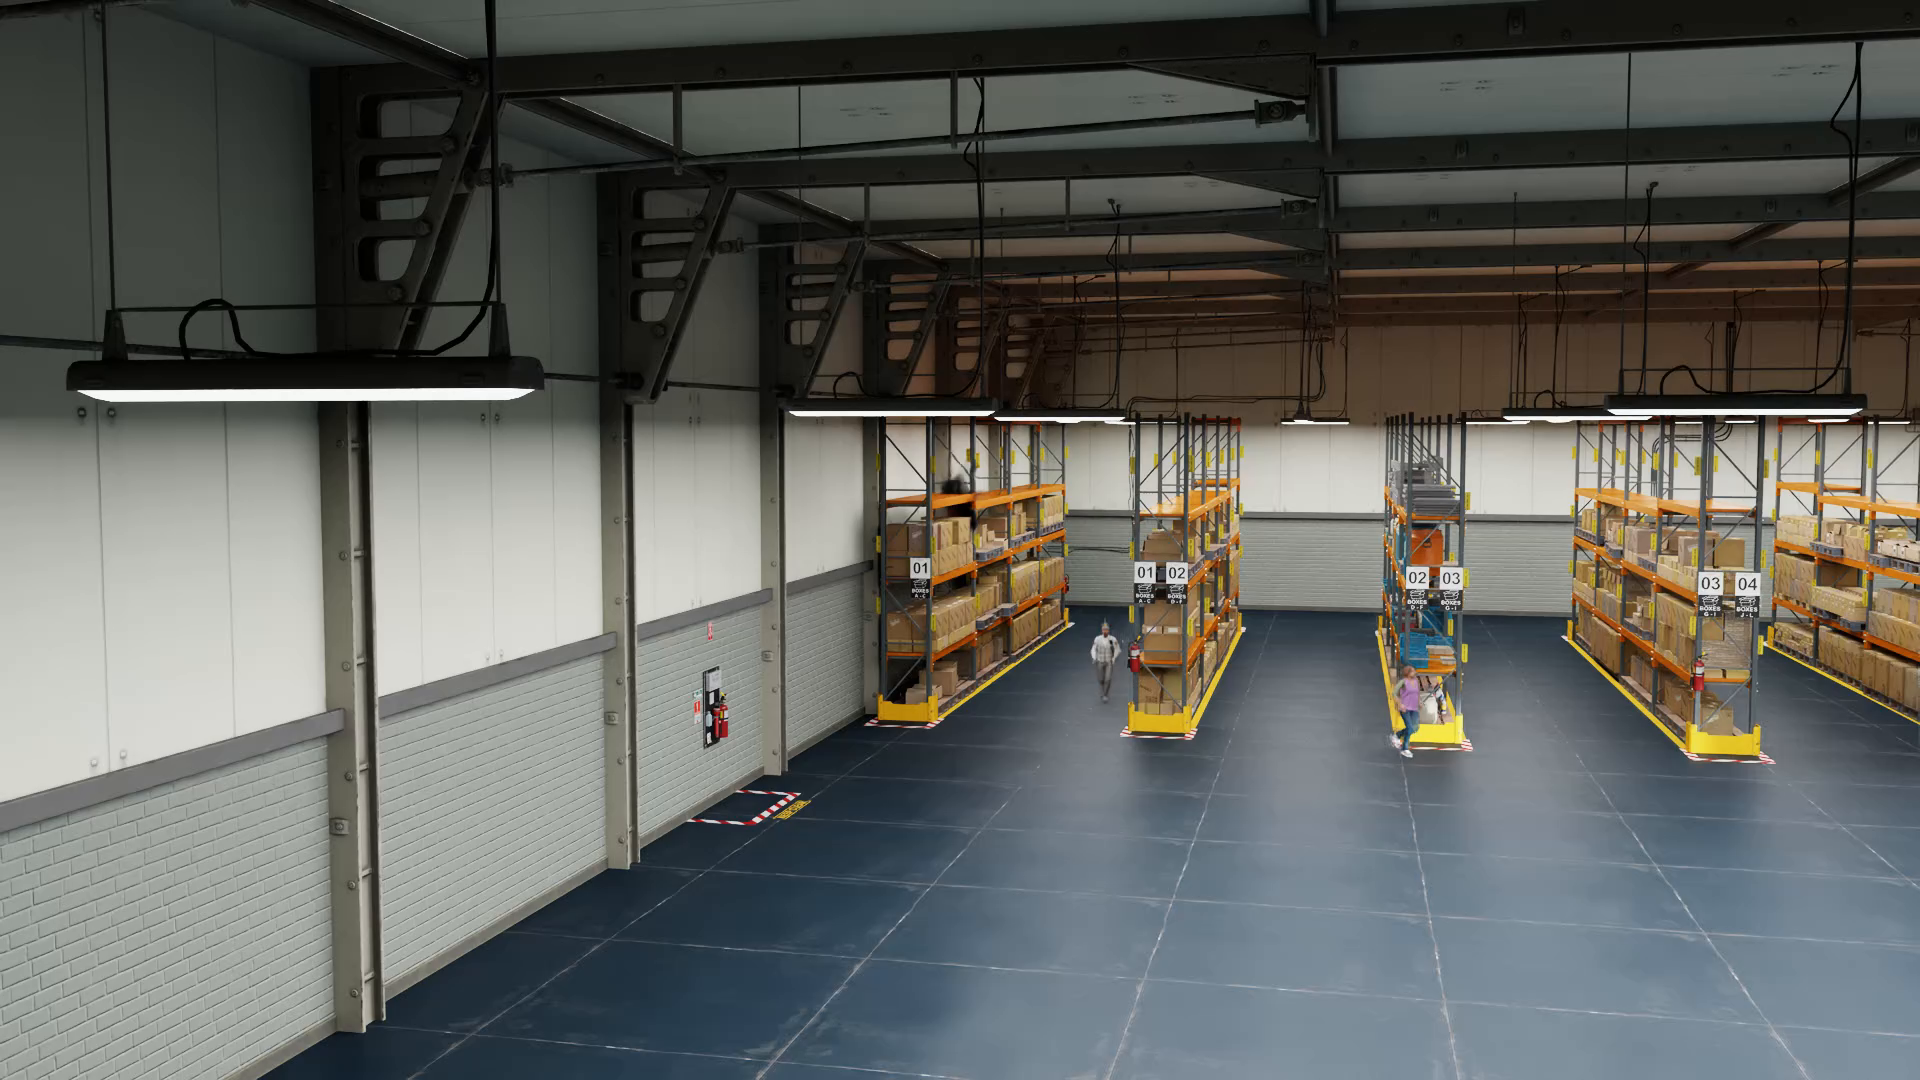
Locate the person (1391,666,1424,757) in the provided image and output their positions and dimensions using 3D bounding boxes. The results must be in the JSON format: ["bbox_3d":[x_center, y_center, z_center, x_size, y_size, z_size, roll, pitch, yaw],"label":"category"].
[{"bbox_3d":[7.846,2.990,29.159,0.586,1.563,0.504,-2,4,-28],"label":"person"}]

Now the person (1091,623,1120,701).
[{"bbox_3d":[3.067,2.543,34.981,0.603,1.648,0.593,0,4,7],"label":"person"}]
